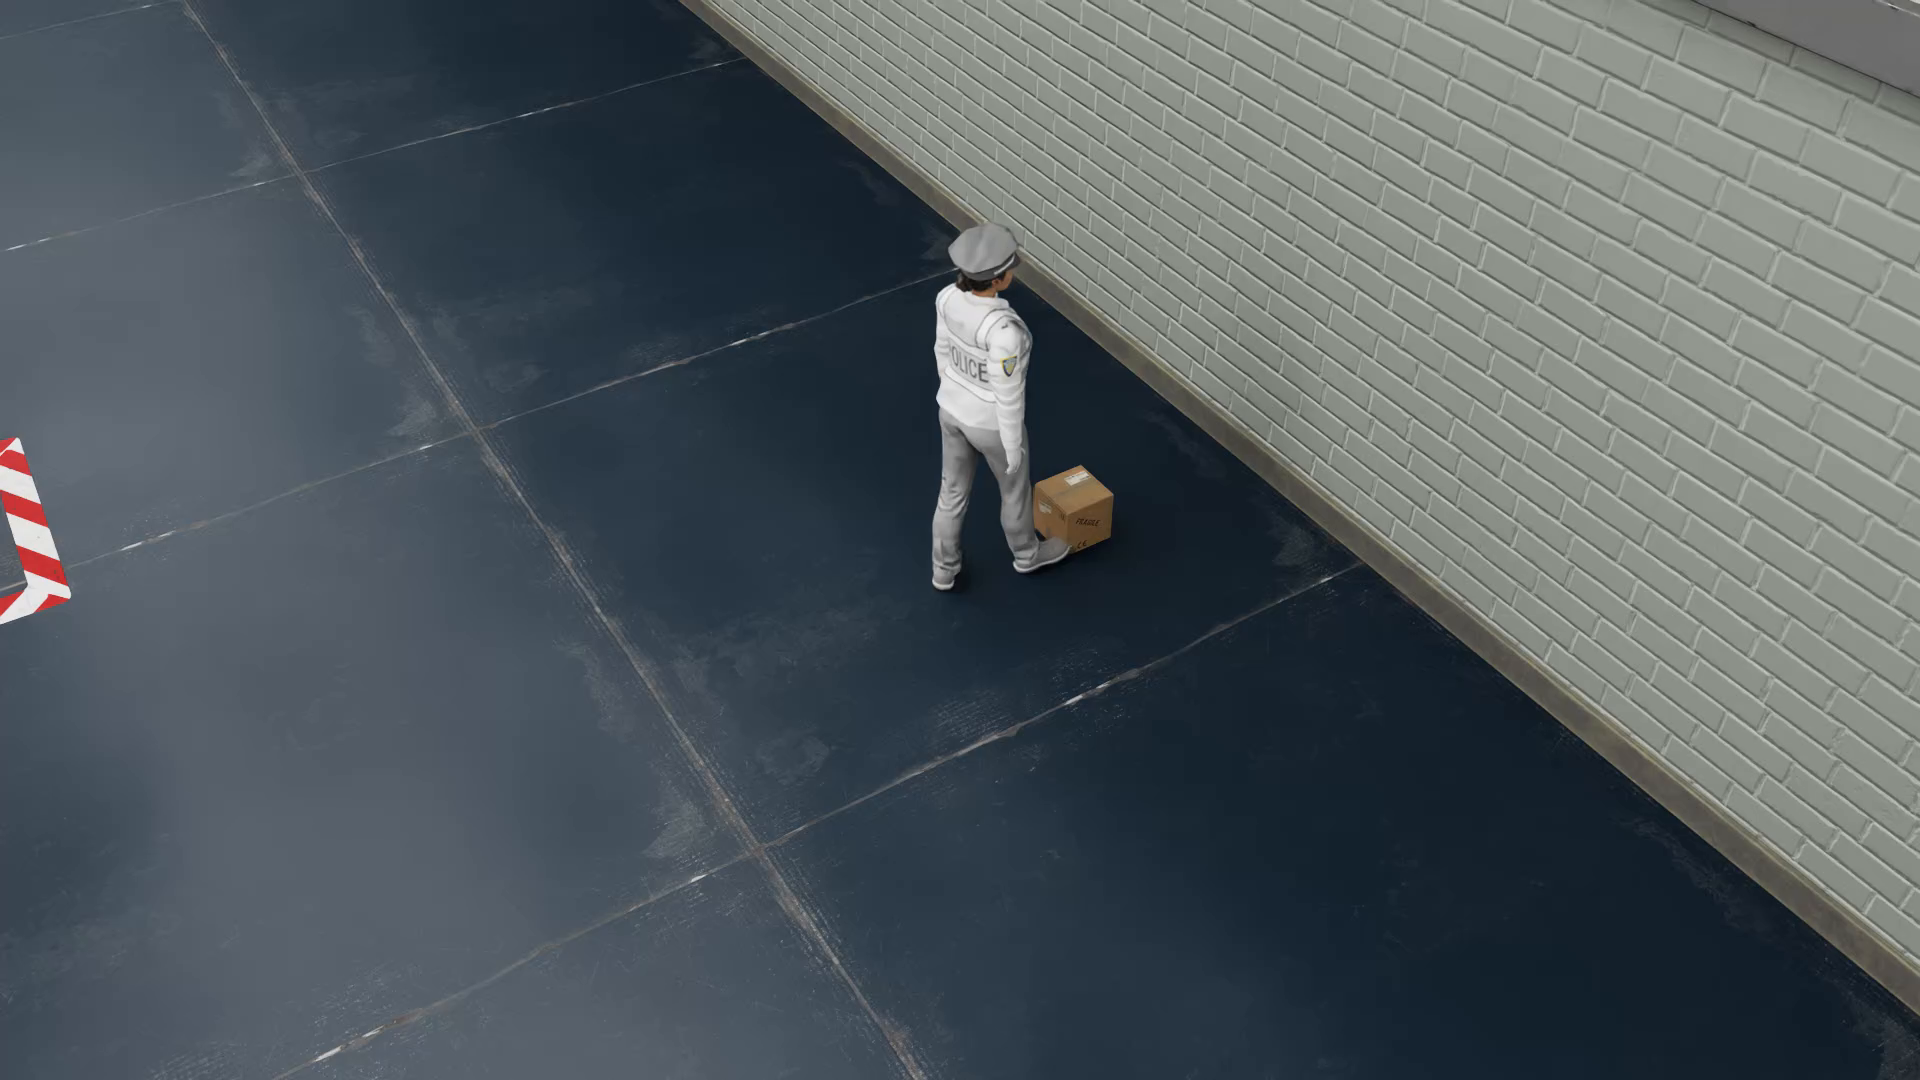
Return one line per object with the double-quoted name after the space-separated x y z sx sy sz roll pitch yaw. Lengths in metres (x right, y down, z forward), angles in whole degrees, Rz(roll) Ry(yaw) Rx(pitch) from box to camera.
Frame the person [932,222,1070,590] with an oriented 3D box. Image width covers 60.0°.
0.136 -0.537 6.751 0.628 1.672 0.509 -31 50 -31 "person"
